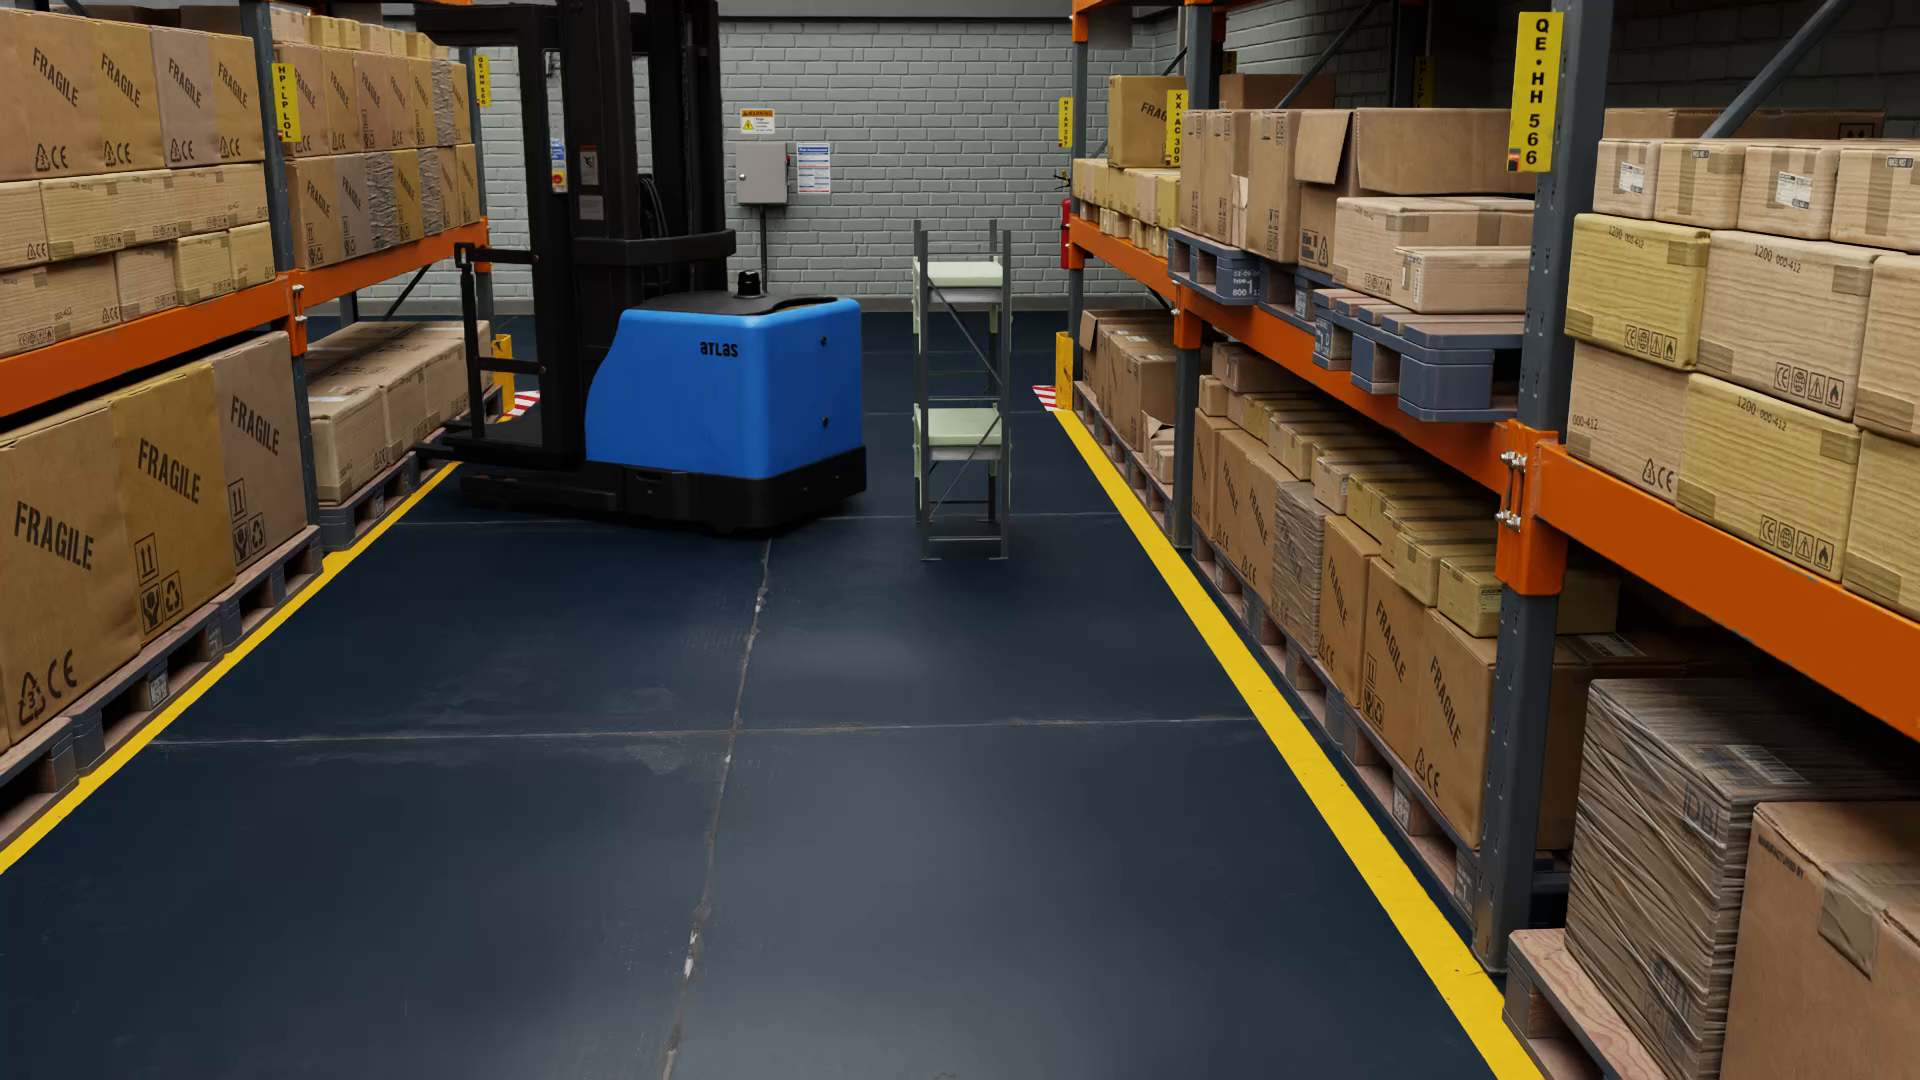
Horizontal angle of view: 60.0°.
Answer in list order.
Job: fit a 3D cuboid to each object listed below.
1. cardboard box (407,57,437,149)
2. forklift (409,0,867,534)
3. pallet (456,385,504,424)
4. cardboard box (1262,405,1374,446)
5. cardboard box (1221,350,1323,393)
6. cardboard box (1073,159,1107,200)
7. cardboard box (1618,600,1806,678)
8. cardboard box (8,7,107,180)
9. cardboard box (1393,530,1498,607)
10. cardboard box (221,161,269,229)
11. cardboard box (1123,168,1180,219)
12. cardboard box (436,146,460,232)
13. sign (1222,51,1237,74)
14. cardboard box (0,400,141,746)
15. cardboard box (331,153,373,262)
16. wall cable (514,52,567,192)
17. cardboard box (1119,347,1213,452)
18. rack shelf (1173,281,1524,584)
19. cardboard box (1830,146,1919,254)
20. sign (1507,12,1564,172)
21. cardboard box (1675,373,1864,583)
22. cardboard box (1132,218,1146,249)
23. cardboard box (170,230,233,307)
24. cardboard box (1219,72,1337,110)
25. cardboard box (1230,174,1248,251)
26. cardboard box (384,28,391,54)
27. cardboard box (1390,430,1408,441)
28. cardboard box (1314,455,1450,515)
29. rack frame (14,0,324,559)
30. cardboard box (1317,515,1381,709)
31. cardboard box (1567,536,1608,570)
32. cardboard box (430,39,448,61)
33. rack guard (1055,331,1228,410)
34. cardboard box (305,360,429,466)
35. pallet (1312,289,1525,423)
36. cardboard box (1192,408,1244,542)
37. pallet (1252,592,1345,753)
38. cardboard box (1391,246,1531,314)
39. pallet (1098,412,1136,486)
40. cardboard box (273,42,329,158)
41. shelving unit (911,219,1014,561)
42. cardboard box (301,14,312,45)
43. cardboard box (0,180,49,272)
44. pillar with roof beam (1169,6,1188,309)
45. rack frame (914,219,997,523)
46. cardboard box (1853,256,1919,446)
[{"bbox_3d":[-3.335,-2.508,9.546,0.500,0.500,0.500,-1,14,-4],"label":"cardboard box"},{"bbox_3d":[-2.045,-1.684,8.690,3.031,2.935,1.130,7,16,26],"label":"forklift"},{"bbox_3d":[-3.564,-0.796,10.695,1.003,0.211,1.213,-1,14,-3],"label":"pallet"},{"bbox_3d":[1.419,-0.441,6.592,0.380,0.149,0.250,-1,14,-4],"label":"cardboard box"},{"bbox_3d":[1.330,-0.720,7.081,0.380,0.149,0.250,-2,15,-6],"label":"cardboard box"},{"bbox_3d":[1.021,-2.376,10.944,0.500,0.250,0.500,-1,14,-3],"label":"cardboard box"},{"bbox_3d":[2.011,0.466,4.368,0.500,0.500,0.500,0,14,-1],"label":"cardboard box"},{"bbox_3d":[-3.068,-1.391,5.206,0.500,0.500,0.500,-1,14,-3],"label":"cardboard box"},{"bbox_3d":[1.426,0.075,4.587,0.380,0.149,0.250,-2,15,-6],"label":"cardboard box"},{"bbox_3d":[-3.174,-1.413,6.795,0.500,0.250,0.500,-1,14,-3],"label":"cardboard box"},{"bbox_3d":[1.171,-1.869,8.977,0.500,0.250,0.500,-1,14,-4],"label":"cardboard box"},{"bbox_3d":[-3.382,-2.151,10.167,0.500,0.500,0.500,-1,14,-5],"label":"cardboard box"},{"bbox_3d":[1.817,-3.139,11.248,0.100,0.325,0.005,-1,14,-3],"label":"sign"},{"bbox_3d":[-3.207,0.076,5.131,0.875,0.875,0.875,-1,14,-3],"label":"cardboard box"},{"bbox_3d":[-3.239,-1.643,8.193,0.500,0.500,0.500,-1,14,-3],"label":"cardboard box"},{"bbox_3d":[-4.065,-4.253,16.435,0.585,1.953,0.123,-1,14,-3],"label":"wall cable"},{"bbox_3d":[1.284,-0.789,9.248,0.700,0.500,0.500,-1,14,-6],"label":"cardboard box"},{"bbox_3d":[1.634,-0.581,5.708,1.077,0.370,4.000,-1,14,-3],"label":"rack shelf"},{"bbox_3d":[1.572,-0.516,2.509,0.380,0.149,0.250,-1,14,-3],"label":"cardboard box"},{"bbox_3d":[1.217,-0.943,3.509,0.100,0.325,0.005,-1,14,-3],"label":"sign"},{"bbox_3d":[1.567,-0.120,2.773,0.500,0.250,0.500,-1,14,-5],"label":"cardboard box"},{"bbox_3d":[1.127,-1.638,8.876,0.380,0.149,0.250,-1,14,-4],"label":"cardboard box"},{"bbox_3d":[-3.134,-1.042,6.358,0.500,0.250,0.500,-1,14,-4],"label":"cardboard box"},{"bbox_3d":[1.683,-2.236,8.895,0.500,0.500,0.500,-1,14,-5],"label":"cardboard box"},{"bbox_3d":[1.213,-1.213,6.150,0.396,0.266,0.258,0,14,-1],"label":"cardboard box"},{"bbox_3d":[-3.338,-2.722,9.078,0.380,0.149,0.250,0,14,-2],"label":"cardboard box"},{"bbox_3d":[1.871,-0.388,6.387,0.380,0.149,0.250,0,14,-2],"label":"cardboard box"},{"bbox_3d":[1.420,-0.188,5.609,0.380,0.149,0.250,-2,15,-6],"label":"cardboard box"},{"bbox_3d":[-3.444,-1.349,7.250,1.000,3.000,0.127,-1,14,-3],"label":"rack frame"},{"bbox_3d":[1.461,0.219,5.330,0.500,0.500,0.500,0,14,-1],"label":"cardboard box"},{"bbox_3d":[1.951,0.000,4.880,0.380,0.149,0.250,-1,14,-3],"label":"cardboard box"},{"bbox_3d":[-3.330,-2.979,10.075,0.380,0.149,0.250,-1,14,-4],"label":"cardboard box"},{"bbox_3d":[1.267,-1.192,11.656,1.175,0.500,0.348,-1,14,-3],"label":"rack guard"},{"bbox_3d":[-3.432,-0.692,8.995,0.875,0.438,0.875,-1,14,-5],"label":"cardboard box"},{"bbox_3d":[1.646,-0.506,4.360,1.213,0.211,1.003,-1,14,-3],"label":"pallet"},{"bbox_3d":[1.315,-0.296,7.329,0.500,0.500,0.500,0,14,-1],"label":"cardboard box"},{"bbox_3d":[1.677,0.430,5.933,1.003,0.211,1.213,-1,14,-3],"label":"pallet"},{"bbox_3d":[1.334,-0.671,4.276,0.380,0.149,0.250,-1,14,-2],"label":"cardboard box"},{"bbox_3d":[1.390,-0.551,9.745,1.003,0.211,1.213,-1,14,-3],"label":"pallet"},{"bbox_3d":[-3.232,-2.004,7.588,0.500,0.500,0.500,-1,14,-3],"label":"cardboard box"},{"bbox_3d":[0.000,-0.725,7.833,0.431,1.500,0.755,-1,14,-3],"label":"shelving unit"},{"bbox_3d":[-3.294,-2.405,7.844,0.380,0.149,0.250,-1,14,-4],"label":"cardboard box"},{"bbox_3d":[-3.031,-0.906,4.826,0.500,0.250,0.500,-1,14,-4],"label":"cardboard box"},{"bbox_3d":[-2.302,-5.945,13.072,9.100,9.000,0.400,-1,14,-3],"label":"pillar with roof beam"},{"bbox_3d":[-0.022,-0.816,8.187,0.400,1.500,0.023,-1,14,-3],"label":"rack frame"},{"bbox_3d":[1.586,-0.232,2.207,0.500,0.250,0.500,-1,14,-5],"label":"cardboard box"}]
